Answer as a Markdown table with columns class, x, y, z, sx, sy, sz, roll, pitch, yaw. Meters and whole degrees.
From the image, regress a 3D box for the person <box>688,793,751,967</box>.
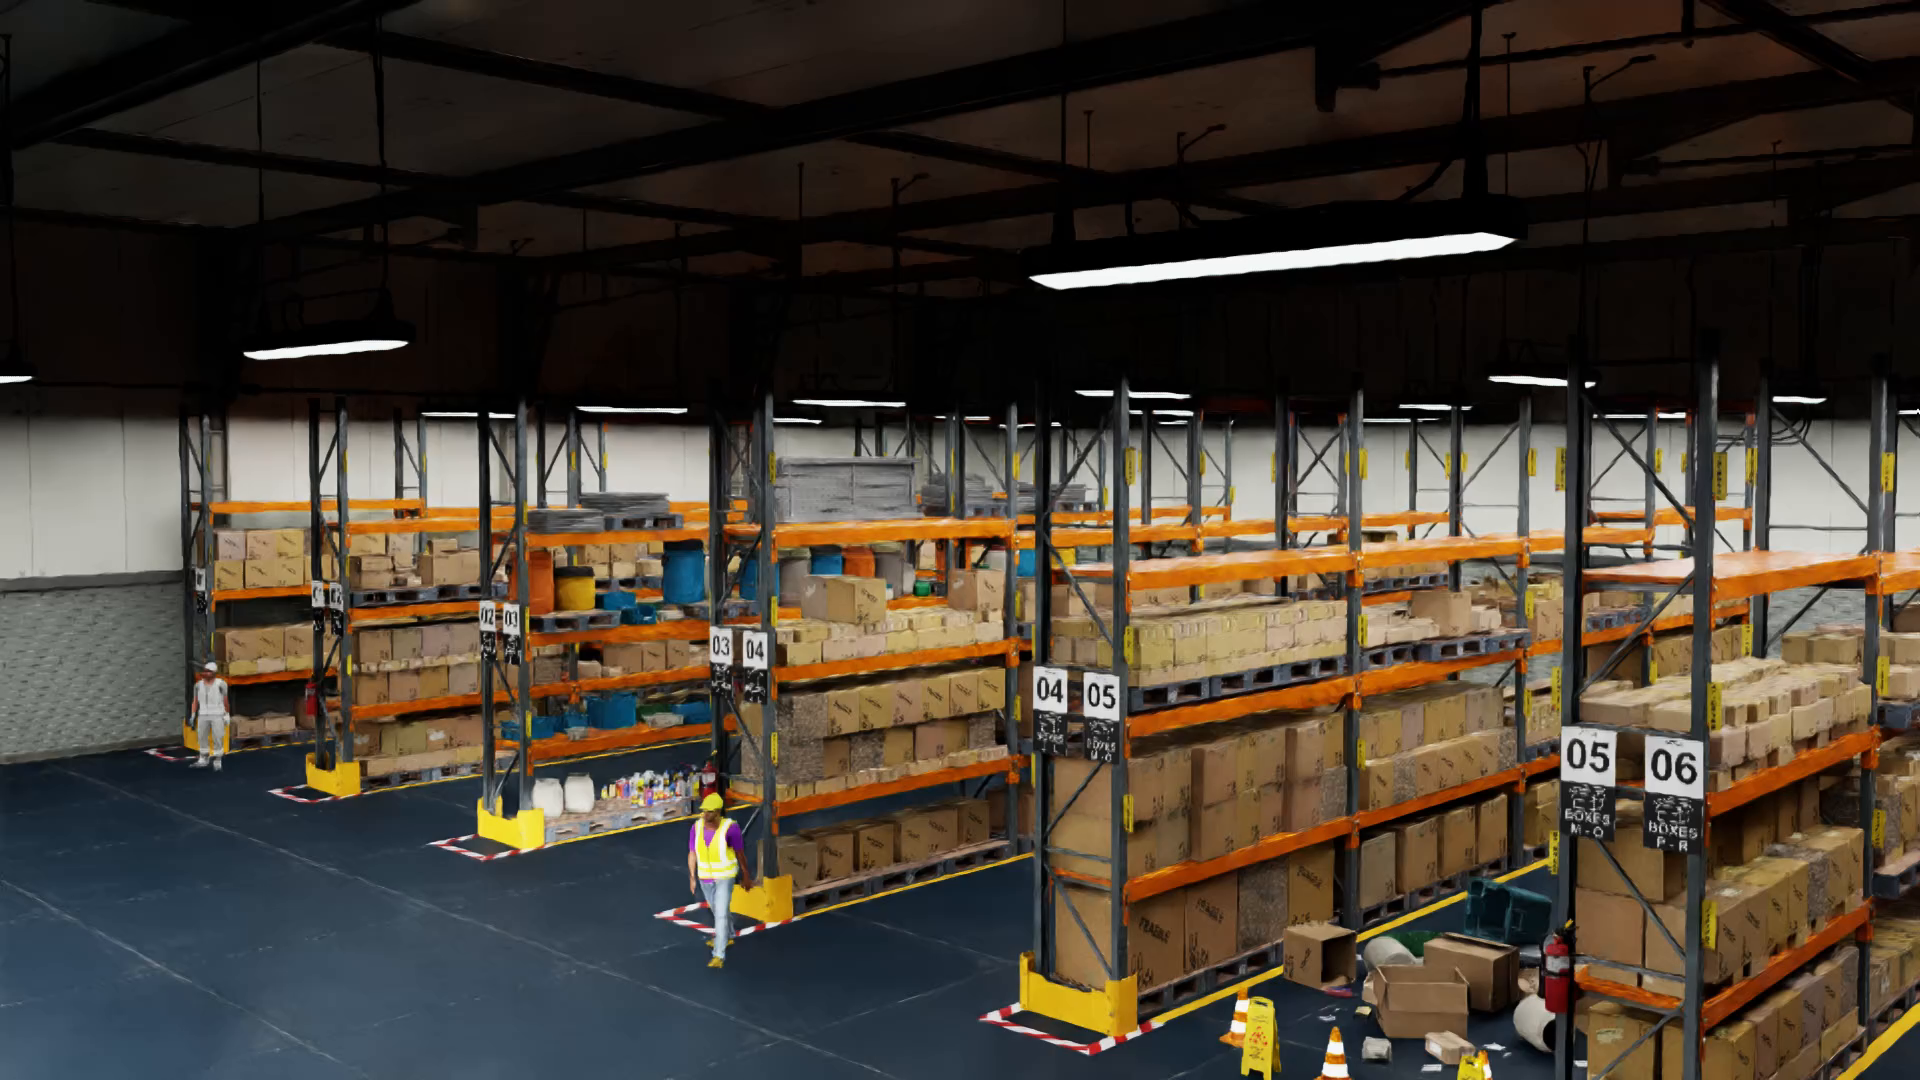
| class | x | y | z | sx | sy | sz | roll | pitch | yaw |
| --- | --- | --- | --- | --- | --- | --- | --- | --- | --- |
| person | -2.486 | 3.421 | 16.933 | 0.620 | 1.725 | 0.961 | 1 | 3 | 21 |

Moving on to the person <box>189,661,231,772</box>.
| class | x | y | z | sx | sy | sz | roll | pitch | yaw |
| --- | --- | --- | --- | --- | --- | --- | --- | --- | --- |
| person | -12.244 | 2.853 | 27.023 | 0.706 | 1.785 | 0.469 | 0 | 3 | 1 |
